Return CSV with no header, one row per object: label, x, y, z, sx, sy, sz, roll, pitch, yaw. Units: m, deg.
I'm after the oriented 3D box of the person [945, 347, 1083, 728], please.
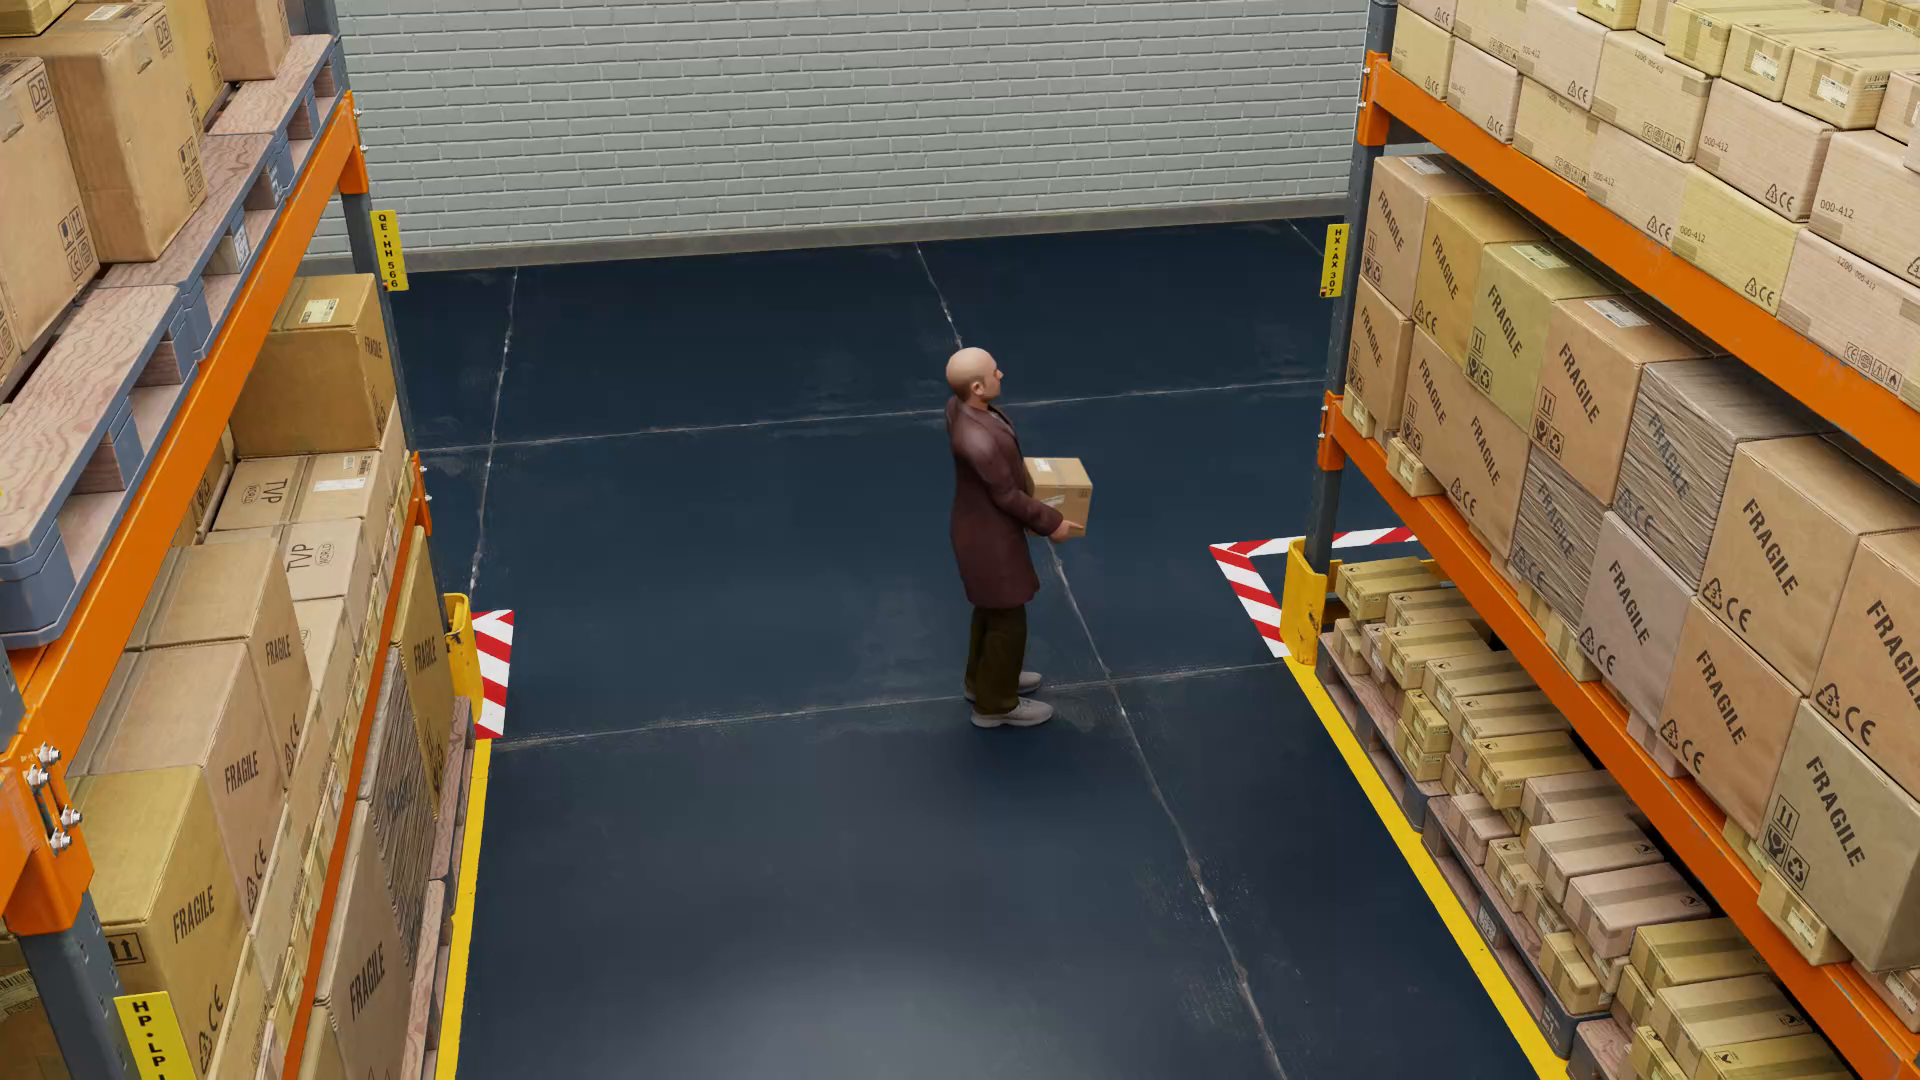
person,0.220,-0.015,7.176,0.563,1.769,0.527,-5,31,-9
